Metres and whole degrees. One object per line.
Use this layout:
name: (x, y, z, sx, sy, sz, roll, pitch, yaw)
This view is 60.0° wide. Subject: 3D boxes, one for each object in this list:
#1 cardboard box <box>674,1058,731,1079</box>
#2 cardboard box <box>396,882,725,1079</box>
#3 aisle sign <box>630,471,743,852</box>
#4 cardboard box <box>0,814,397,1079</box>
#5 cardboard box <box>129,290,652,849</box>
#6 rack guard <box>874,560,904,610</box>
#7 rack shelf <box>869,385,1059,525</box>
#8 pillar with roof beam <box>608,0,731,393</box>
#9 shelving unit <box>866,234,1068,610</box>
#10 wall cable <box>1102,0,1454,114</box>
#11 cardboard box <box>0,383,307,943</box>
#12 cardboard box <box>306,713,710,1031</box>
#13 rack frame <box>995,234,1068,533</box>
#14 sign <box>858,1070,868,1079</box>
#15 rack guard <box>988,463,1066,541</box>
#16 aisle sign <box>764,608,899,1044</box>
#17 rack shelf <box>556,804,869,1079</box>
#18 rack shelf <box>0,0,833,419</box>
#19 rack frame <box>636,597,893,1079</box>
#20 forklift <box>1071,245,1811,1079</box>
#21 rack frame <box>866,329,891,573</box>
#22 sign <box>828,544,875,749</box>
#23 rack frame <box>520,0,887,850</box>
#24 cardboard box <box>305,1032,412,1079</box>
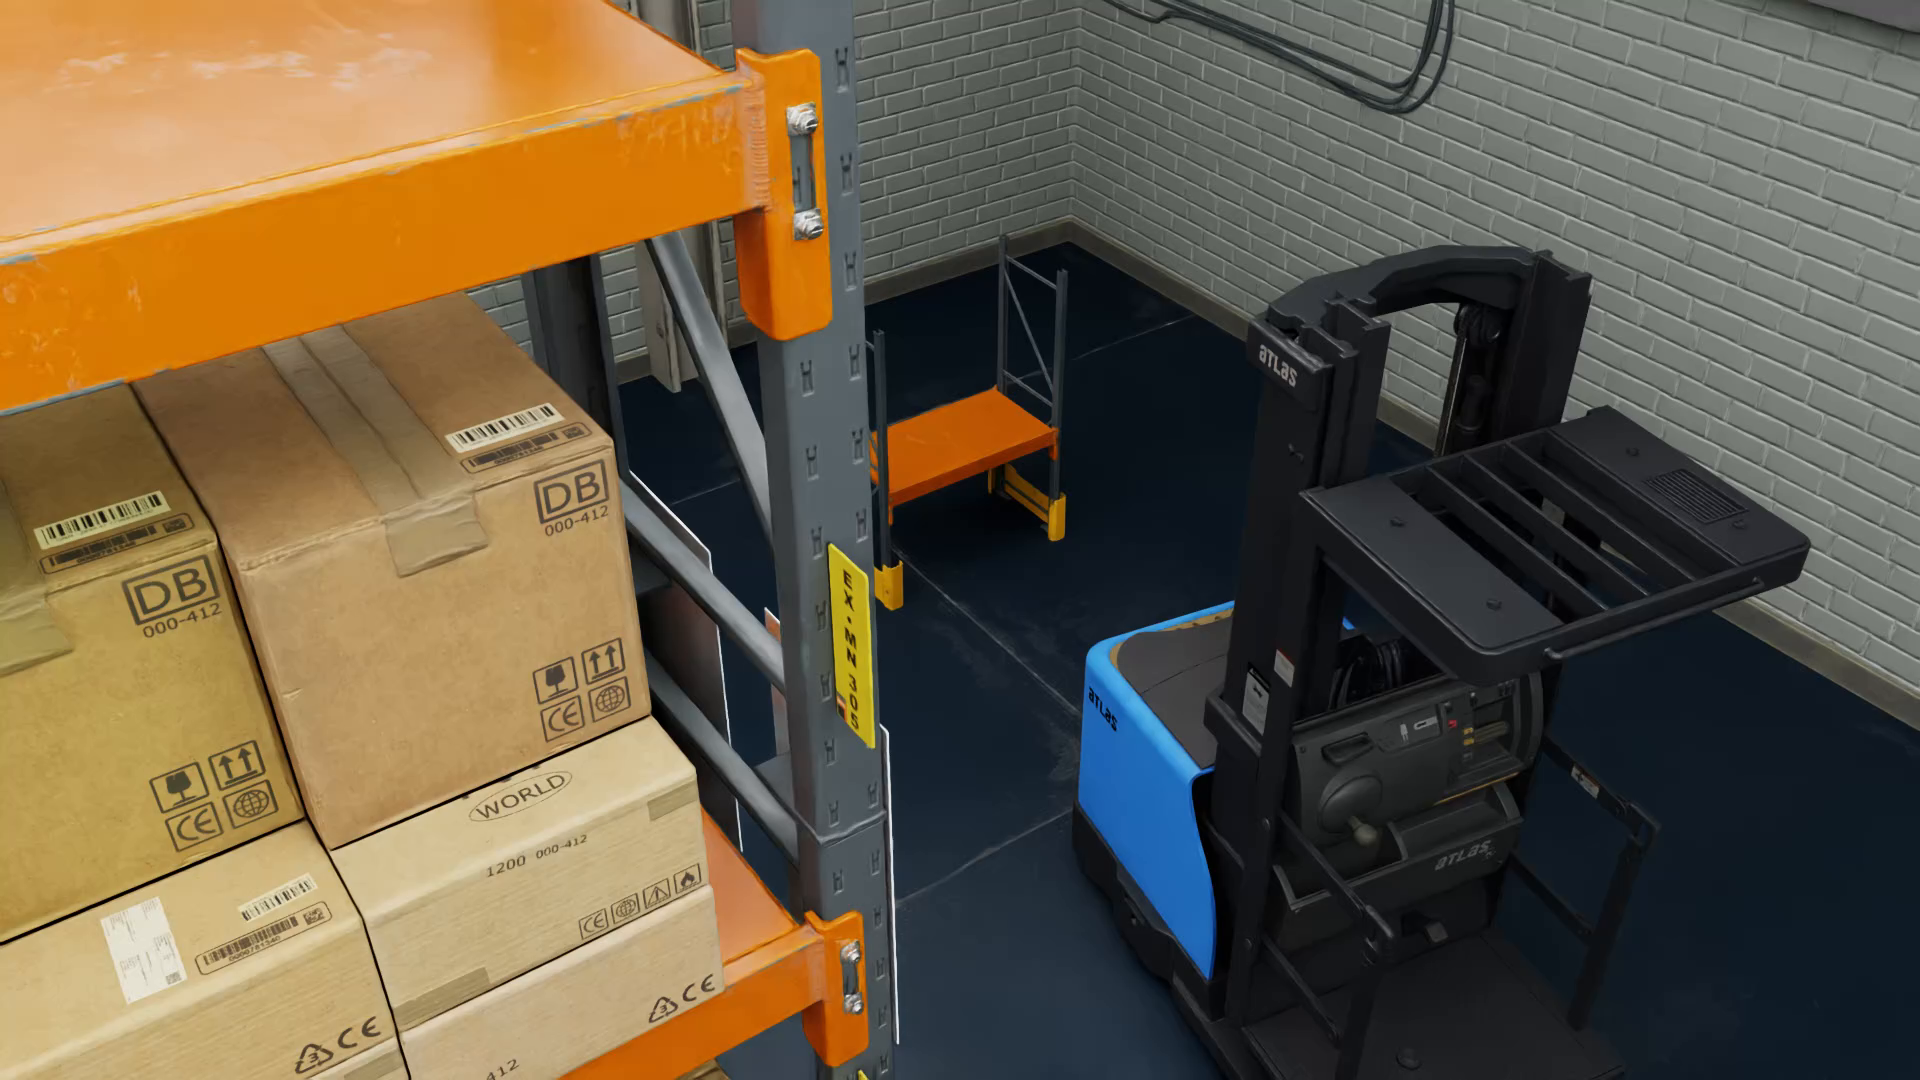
cardboard box: (-0.667, 1.300, 3.245, 0.500, 0.500, 0.500, -23, 42, -28)
cardboard box: (-0.730, 0.607, 2.709, 0.500, 0.250, 0.500, -22, 41, -28)
aisle sign: (-0.575, 0.247, 3.424, 0.004, 0.787, 0.394, -22, 41, -28)
cardboard box: (-1.143, 0.569, 2.335, 0.500, 0.250, 0.500, -22, 41, -28)
cardboard box: (-0.872, -0.018, 2.509, 0.500, 0.500, 0.700, -22, 41, -28)
rack guard: (-0.469, 0.092, 8.222, 0.087, 0.250, 0.587, -22, 41, -28)
rack shelf: (-0.070, -0.434, 8.191, 1.000, 0.185, 0.538, -22, 41, -28)
pillar with roof beam: (0.870, -2.599, 4.470, 0.400, 9.000, 9.100, -22, 41, -28)
shelving unit: (-0.062, -0.583, 8.090, 1.083, 1.500, 0.587, -22, 41, -28)
wall cable: (1.510, -3.804, 8.805, 0.112, 2.526, 3.097, -22, 41, -28)
cardboard box: (-1.330, 0.110, 2.331, 0.500, 0.500, 0.700, -22, 41, -28)
cardboard box: (-0.735, 0.400, 2.569, 0.500, 0.250, 0.500, -22, 41, -28)
rack frame: (0.346, -0.751, 8.323, 0.032, 1.500, 0.500, -22, 41, -28)
sign: (-0.159, 1.139, 3.149, 0.005, 0.325, 0.100, -22, 41, -28)
rack guard: (0.345, -0.243, 8.688, 0.087, 0.250, 0.587, -22, 41, -28)
aisle sign: (-0.230, 0.533, 3.026, 0.004, 0.787, 0.394, -22, 41, -28)
rack shelf: (-2.097, 1.213, 2.356, 4.000, 0.370, 1.077, -22, 41, -28)
rack shelf: (-2.097, -0.004, 1.481, 4.000, 0.370, 1.077, -22, 41, -28)
rack frame: (-0.462, 1.466, 3.957, 0.127, 3.000, 1.000, -22, 41, -28)
forklift: (1.531, 0.732, 5.035, 1.130, 2.935, 3.031, -15, 38, -20)
rack frame: (-0.485, -0.409, 7.848, 0.032, 1.500, 0.500, -22, 41, -28)
sign: (-0.159, 0.160, 2.445, 0.005, 0.325, 0.100, -22, 41, -28)
rack frame: (-0.462, -0.970, 2.205, 0.127, 3.000, 1.000, -22, 41, -28)
cardboard box: (-1.145, 0.770, 2.483, 0.500, 0.250, 0.500, -22, 41, -28)
